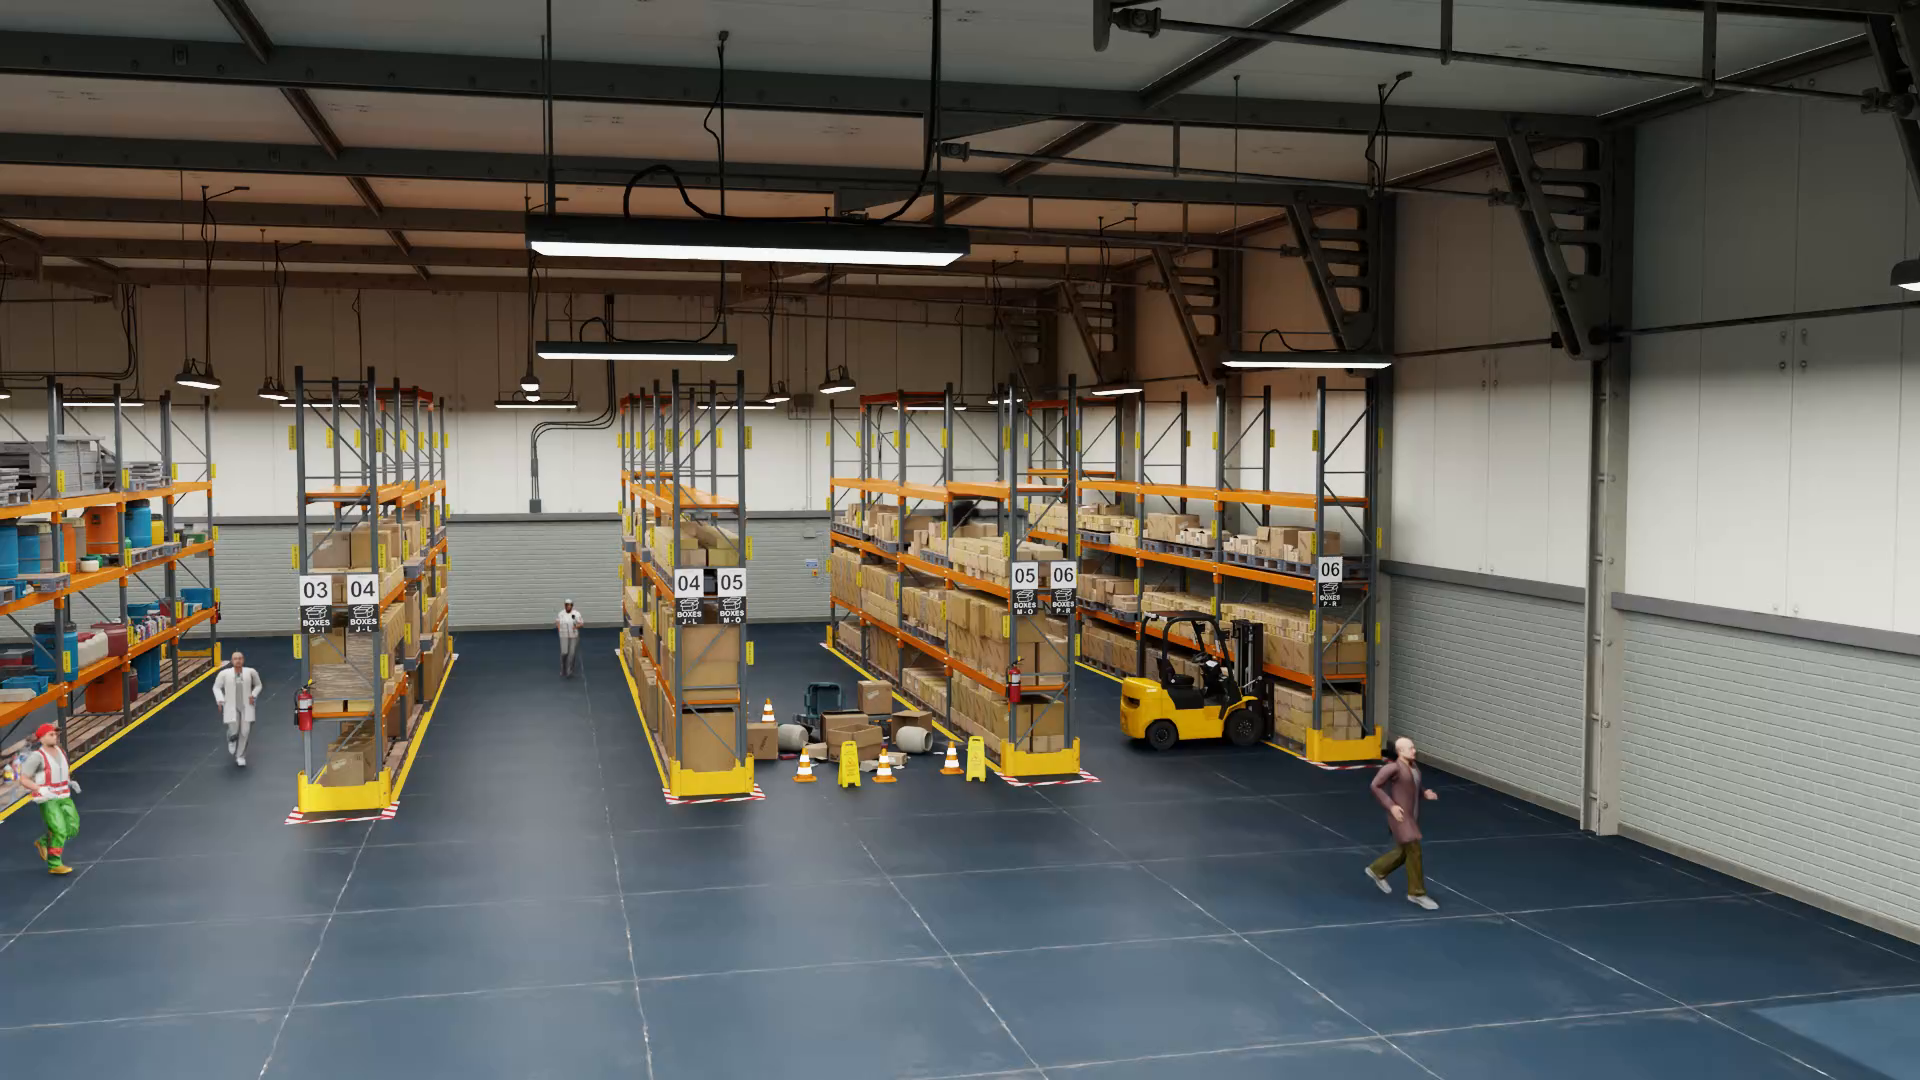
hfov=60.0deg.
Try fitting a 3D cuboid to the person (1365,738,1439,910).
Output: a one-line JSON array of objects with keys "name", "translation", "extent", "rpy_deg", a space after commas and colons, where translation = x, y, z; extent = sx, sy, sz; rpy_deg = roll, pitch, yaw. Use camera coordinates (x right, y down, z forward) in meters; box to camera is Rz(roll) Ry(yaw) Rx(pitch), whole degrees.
[{"name": "person", "translation": [4.782, 3.031, 18.007], "extent": [0.922, 1.793, 0.705], "rpy_deg": [3, 4, 40]}]

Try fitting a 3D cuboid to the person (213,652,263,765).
[{"name": "person", "translation": [-11.197, 2.606, 25.813], "extent": [0.709, 1.735, 0.640], "rpy_deg": [-2, 4, -28]}]

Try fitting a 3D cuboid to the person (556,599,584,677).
[{"name": "person", "translation": [-8.274, 2.084, 35.249], "extent": [0.580, 1.664, 0.645], "rpy_deg": [-1, 3, -10]}]

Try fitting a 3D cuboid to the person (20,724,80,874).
[{"name": "person", "translation": [-10.518, 2.985, 19.216], "extent": [0.621, 1.736, 0.653], "rpy_deg": [1, 4, 16]}]
